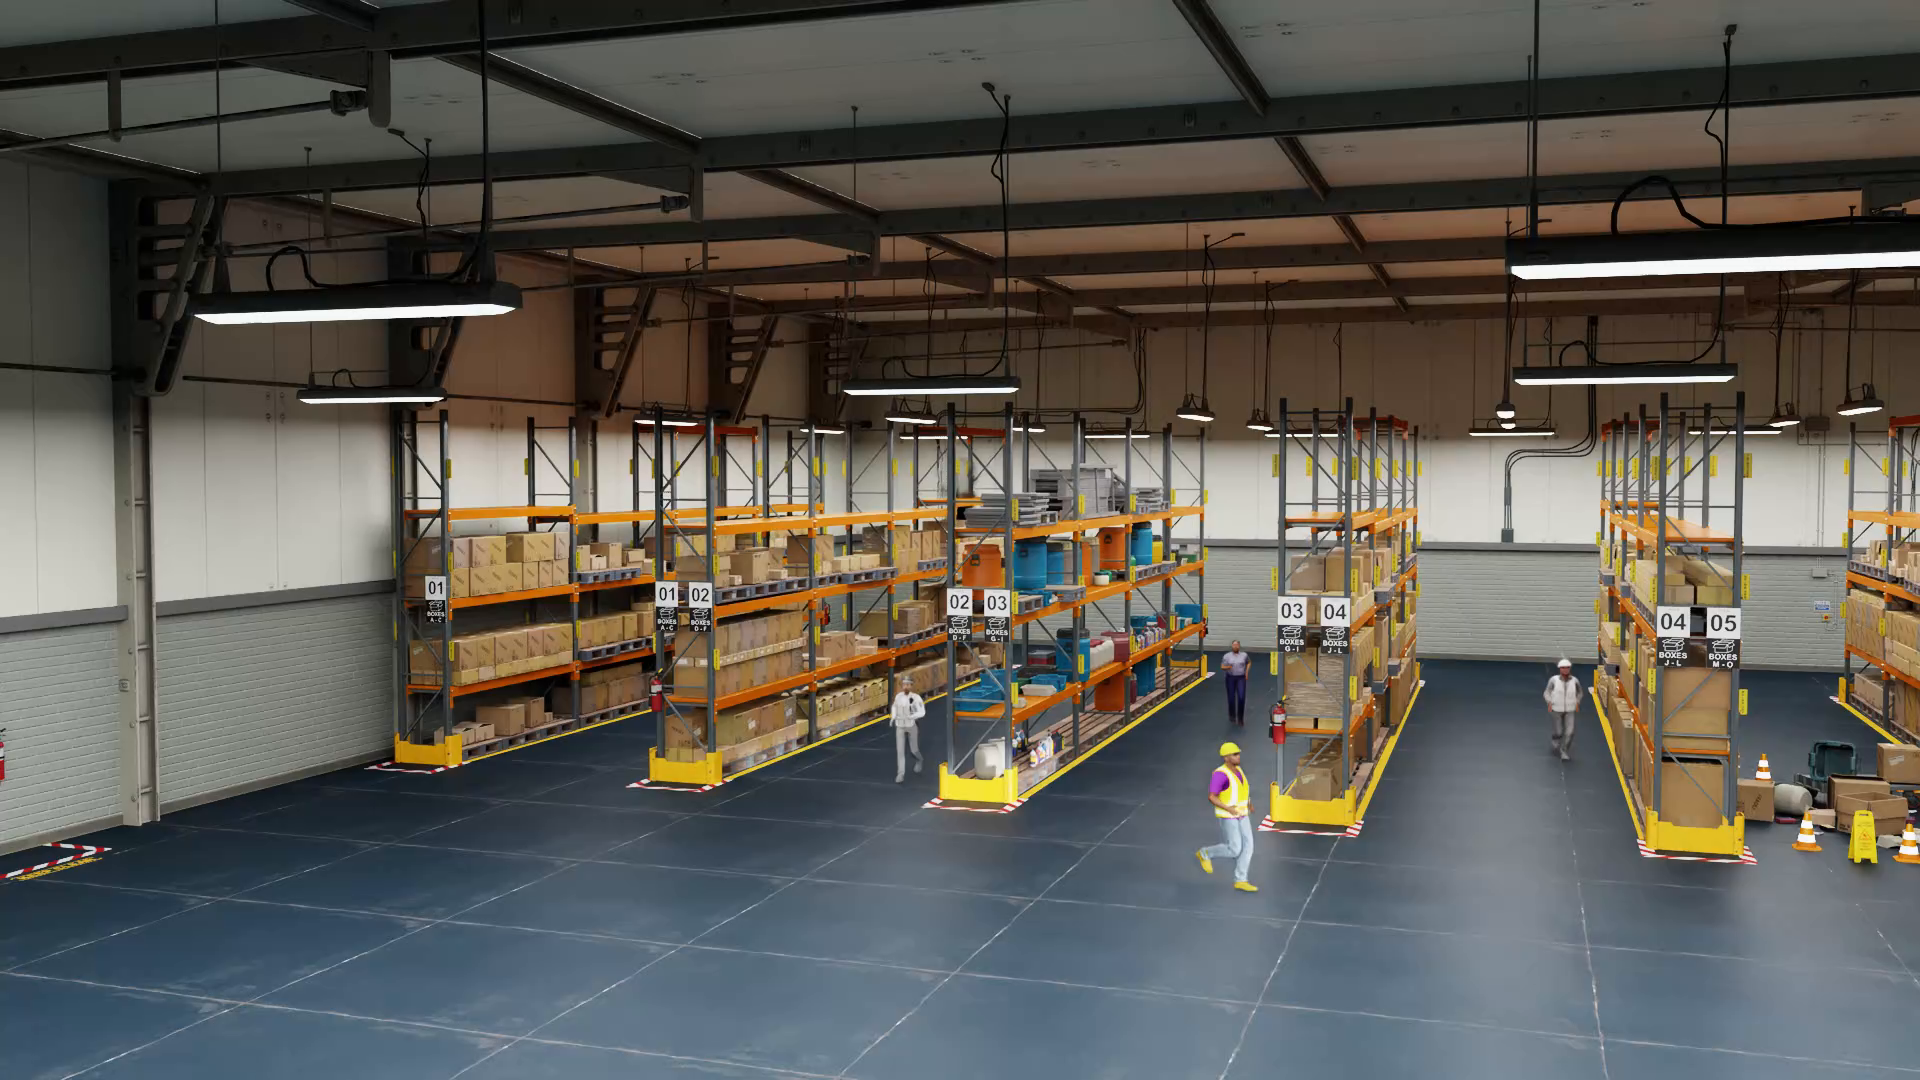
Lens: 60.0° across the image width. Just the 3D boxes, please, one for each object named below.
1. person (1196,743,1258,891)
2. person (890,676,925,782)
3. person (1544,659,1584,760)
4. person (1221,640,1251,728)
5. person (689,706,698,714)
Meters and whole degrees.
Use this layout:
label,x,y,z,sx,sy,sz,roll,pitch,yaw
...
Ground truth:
label,x,y,z,sx,sy,sz,roll,pitch,yaw
person,3.224,3.284,19.856,0.787,1.734,0.698,2,3,42
person,-0.848,3.001,26.673,0.631,1.668,0.877,1,3,16
person,10.431,2.913,28.746,0.647,1.727,0.637,0,2,11
person,5.379,2.798,32.424,0.585,1.698,0.708,0,2,10
person,-4.871,2.827,31.185,0.659,1.673,0.614,1,3,13
